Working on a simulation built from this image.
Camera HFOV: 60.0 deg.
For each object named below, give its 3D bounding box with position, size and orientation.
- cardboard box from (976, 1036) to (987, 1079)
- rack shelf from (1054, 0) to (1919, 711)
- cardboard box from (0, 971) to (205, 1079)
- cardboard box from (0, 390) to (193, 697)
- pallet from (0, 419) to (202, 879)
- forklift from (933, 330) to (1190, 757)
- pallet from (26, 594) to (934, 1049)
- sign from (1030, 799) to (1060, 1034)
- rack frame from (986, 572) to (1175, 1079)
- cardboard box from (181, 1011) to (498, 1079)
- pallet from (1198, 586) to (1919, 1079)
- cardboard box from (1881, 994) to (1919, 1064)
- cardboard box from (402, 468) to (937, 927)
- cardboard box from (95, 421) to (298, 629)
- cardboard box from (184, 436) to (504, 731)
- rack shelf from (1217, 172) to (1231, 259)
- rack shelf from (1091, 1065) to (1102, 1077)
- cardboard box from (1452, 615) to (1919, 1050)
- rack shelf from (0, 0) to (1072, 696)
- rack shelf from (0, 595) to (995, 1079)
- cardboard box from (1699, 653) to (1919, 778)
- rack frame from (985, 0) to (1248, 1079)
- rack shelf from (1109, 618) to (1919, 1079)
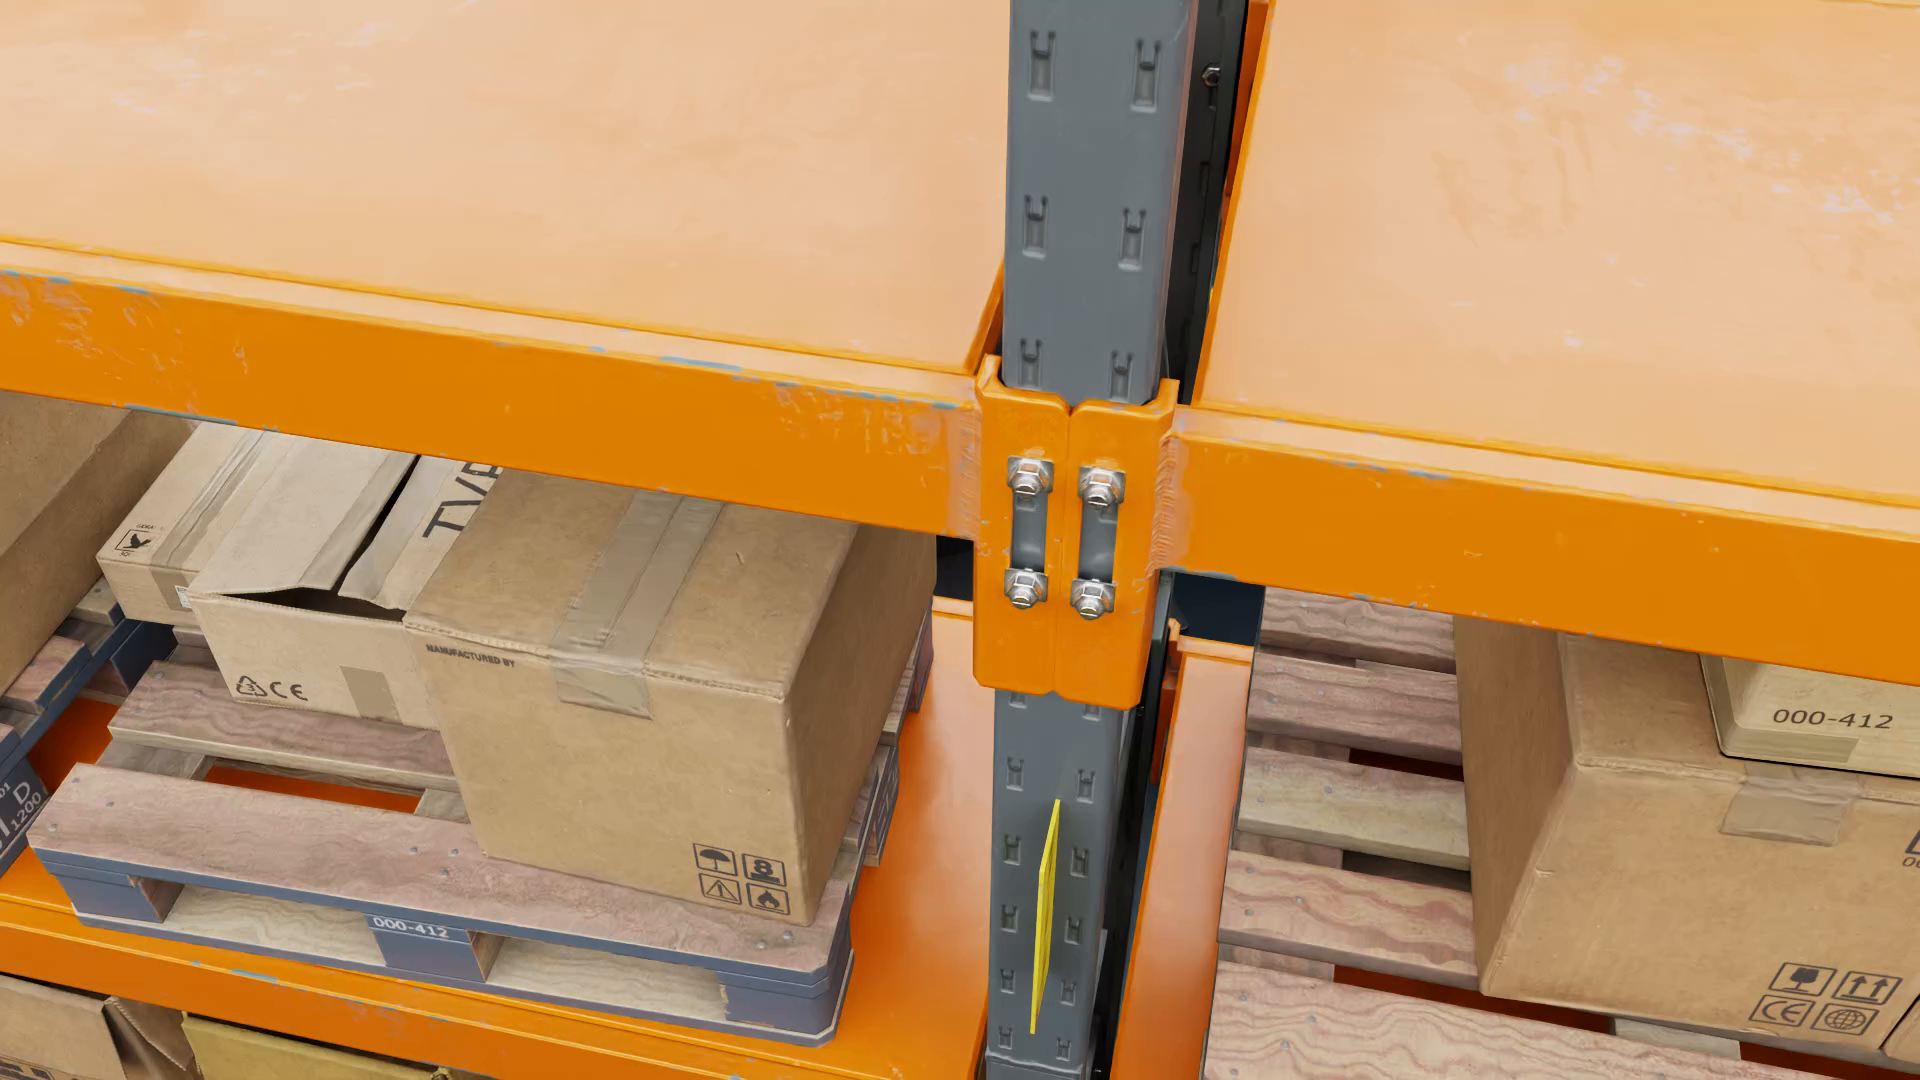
[{"bbox_3d":[-0.191,1.158,3.771,0.500,0.500,0.500,9,45,9],"label":"cardboard box"},{"bbox_3d":[2.155,-0.022,1.551,4.000,0.370,1.077,9,45,9],"label":"rack shelf"},{"bbox_3d":[-1.699,0.749,3.473,0.637,0.503,0.797,10,45,10],"label":"cardboard box"},{"bbox_3d":[-1.702,-0.147,2.659,0.637,0.503,0.797,8,45,8],"label":"cardboard box"},{"bbox_3d":[-1.968,0.044,2.975,1.213,0.211,1.003,11,45,11],"label":"pallet"},{"bbox_3d":[0.212,-0.650,5.771,1.130,2.935,3.031,-14,46,-14],"label":"forklift"},{"bbox_3d":[-0.702,0.316,2.694,1.217,0.209,0.805,7,44,7],"label":"pallet"},{"bbox_3d":[0.095,0.422,1.846,0.005,0.325,0.100,9,45,9],"label":"sign"},{"bbox_3d":[0.204,1.433,3.558,0.127,3.000,1.000,9,45,9],"label":"rack frame"},{"bbox_3d":[-1.089,0.833,3.386,0.637,0.503,0.797,9,45,10],"label":"cardboard box"},{"bbox_3d":[1.000,0.515,2.413,1.213,0.211,1.003,9,45,9],"label":"pallet"},{"bbox_3d":[1.504,0.291,2.134,0.500,0.500,0.700,11,45,11],"label":"cardboard box"},{"bbox_3d":[-0.365,0.084,2.422,0.500,0.500,0.700,10,45,10],"label":"cardboard box"},{"bbox_3d":[-1.217,-0.035,2.799,0.250,0.149,0.380,7,44,7],"label":"cardboard box"},{"bbox_3d":[-0.847,0.006,2.639,0.500,0.311,0.500,7,44,8],"label":"cardboard box"},{"bbox_3d":[-0.667,-1.962,7.605,4.000,0.370,1.077,9,45,9],"label":"rack shelf"},{"bbox_3d":[2.155,1.995,3.493,4.000,0.370,1.077,9,45,9],"label":"rack shelf"},{"bbox_3d":[0.980,0.207,2.222,0.500,0.500,0.700,6,44,7],"label":"cardboard box"},{"bbox_3d":[-1.748,-0.628,2.180,4.000,0.370,1.077,9,45,9],"label":"rack shelf"},{"bbox_3d":[-1.748,0.309,3.082,4.000,0.370,1.077,9,45,9],"label":"rack shelf"},{"bbox_3d":[1.120,0.006,1.890,0.500,0.250,0.500,6,44,6],"label":"cardboard box"},{"bbox_3d":[0.204,-0.728,1.478,0.127,3.000,1.000,9,45,9],"label":"rack frame"},{"bbox_3d":[2.155,0.915,2.453,4.000,0.370,1.077,9,45,9],"label":"rack shelf"}]
